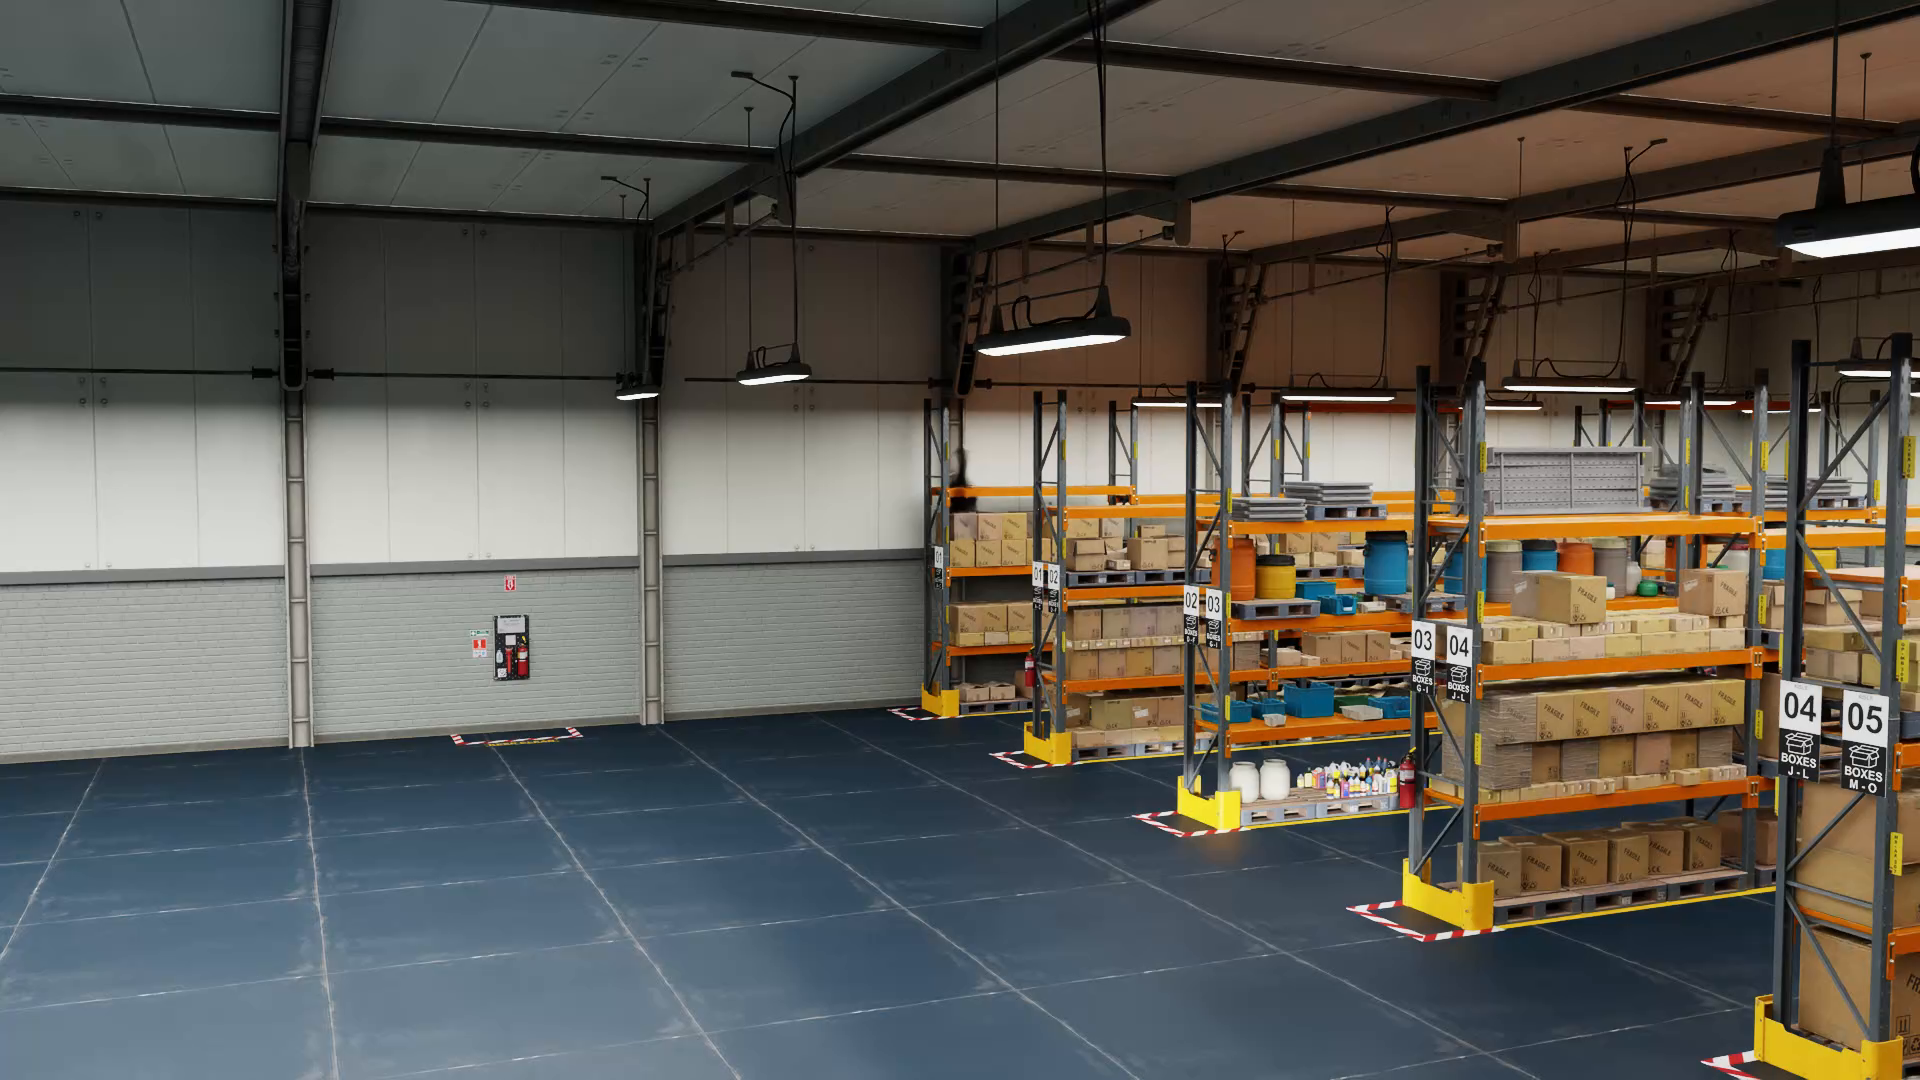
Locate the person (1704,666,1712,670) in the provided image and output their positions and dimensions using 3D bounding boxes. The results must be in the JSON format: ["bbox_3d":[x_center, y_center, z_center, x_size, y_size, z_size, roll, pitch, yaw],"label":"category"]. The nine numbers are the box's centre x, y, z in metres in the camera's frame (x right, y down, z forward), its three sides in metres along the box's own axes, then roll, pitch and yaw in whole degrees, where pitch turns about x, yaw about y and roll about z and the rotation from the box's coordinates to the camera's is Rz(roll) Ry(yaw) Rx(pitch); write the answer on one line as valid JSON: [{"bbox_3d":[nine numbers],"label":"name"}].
[{"bbox_3d":[16.099,2.259,35.932,0.682,1.575,1.097,0,3,-4],"label":"person"}]
